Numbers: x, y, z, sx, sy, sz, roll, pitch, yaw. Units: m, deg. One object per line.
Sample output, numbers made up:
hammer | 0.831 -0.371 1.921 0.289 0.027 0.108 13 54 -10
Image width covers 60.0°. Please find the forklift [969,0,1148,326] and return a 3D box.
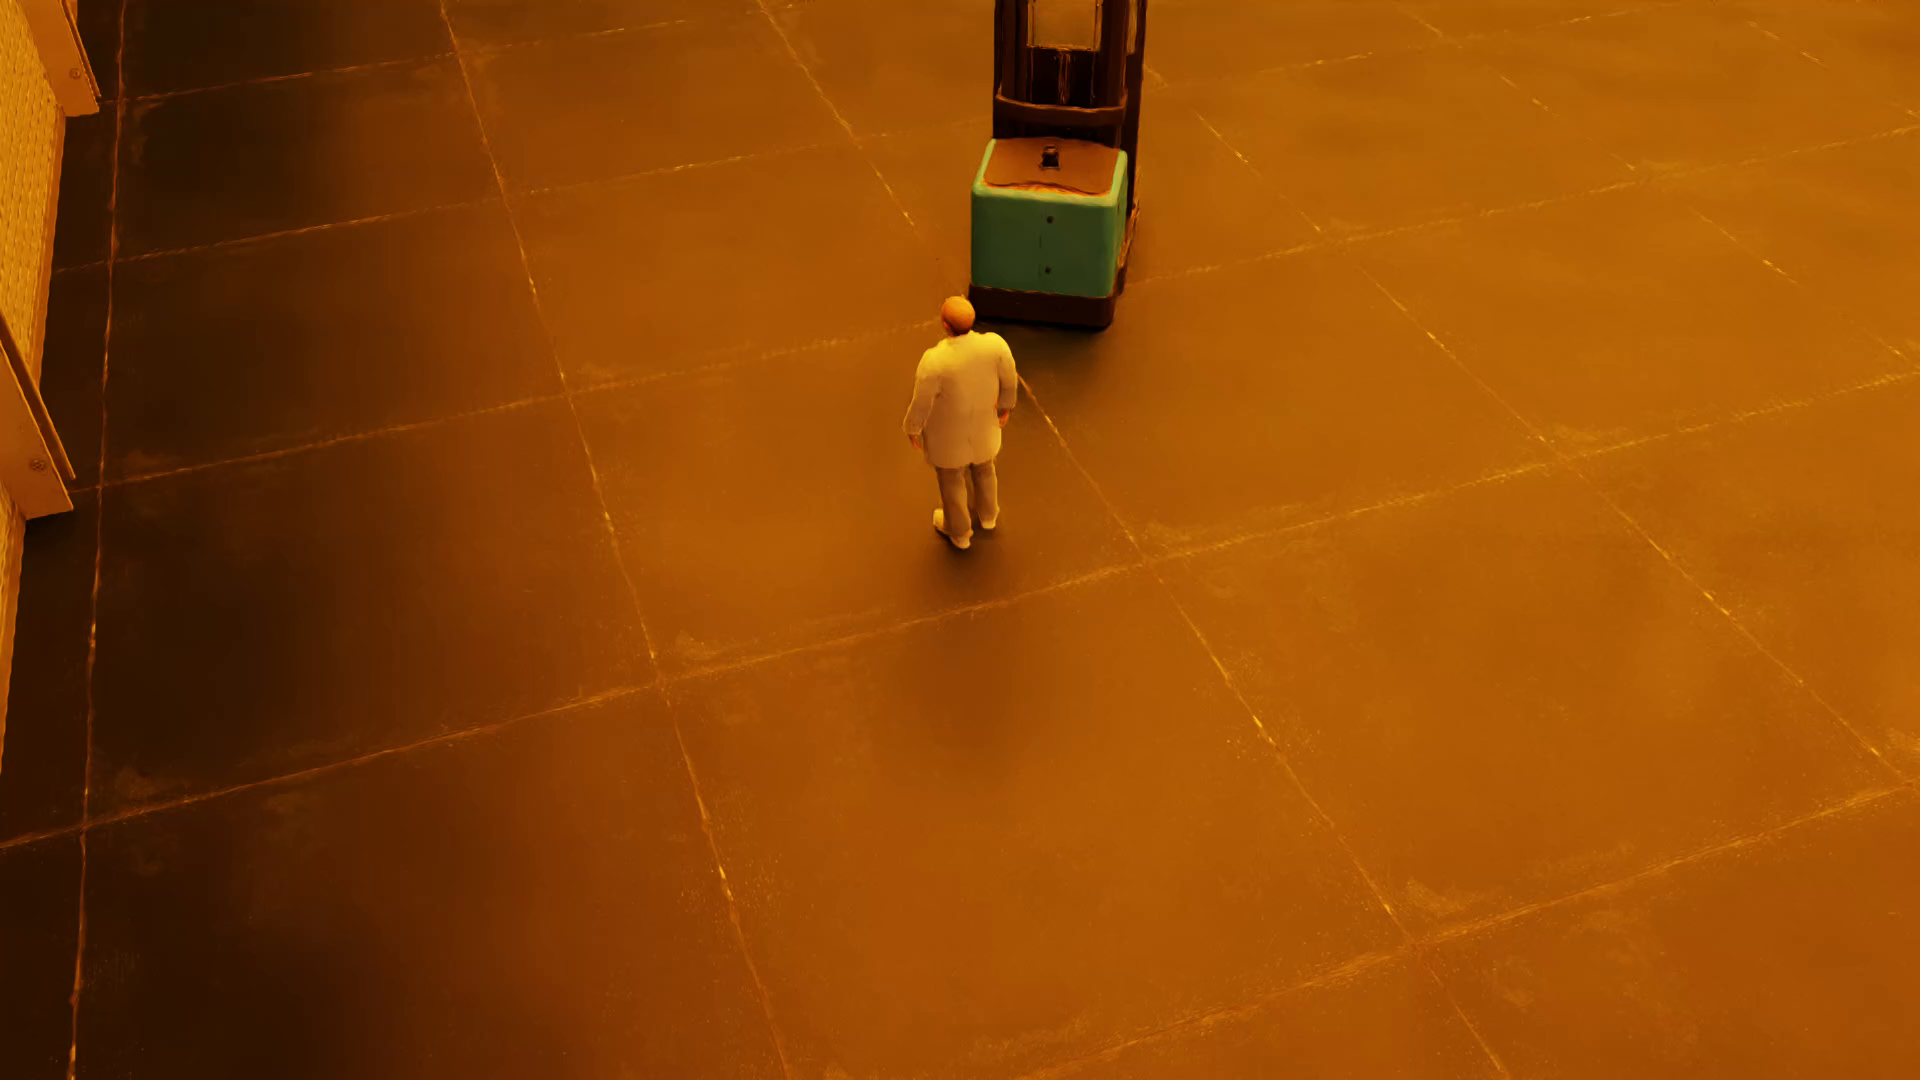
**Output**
forklift | 0.833 -3.614 12.301 1.130 2.935 3.031 7 40 8

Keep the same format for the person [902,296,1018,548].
person | -0.027 -0.755 9.755 0.694 1.742 0.579 -13 42 -15
